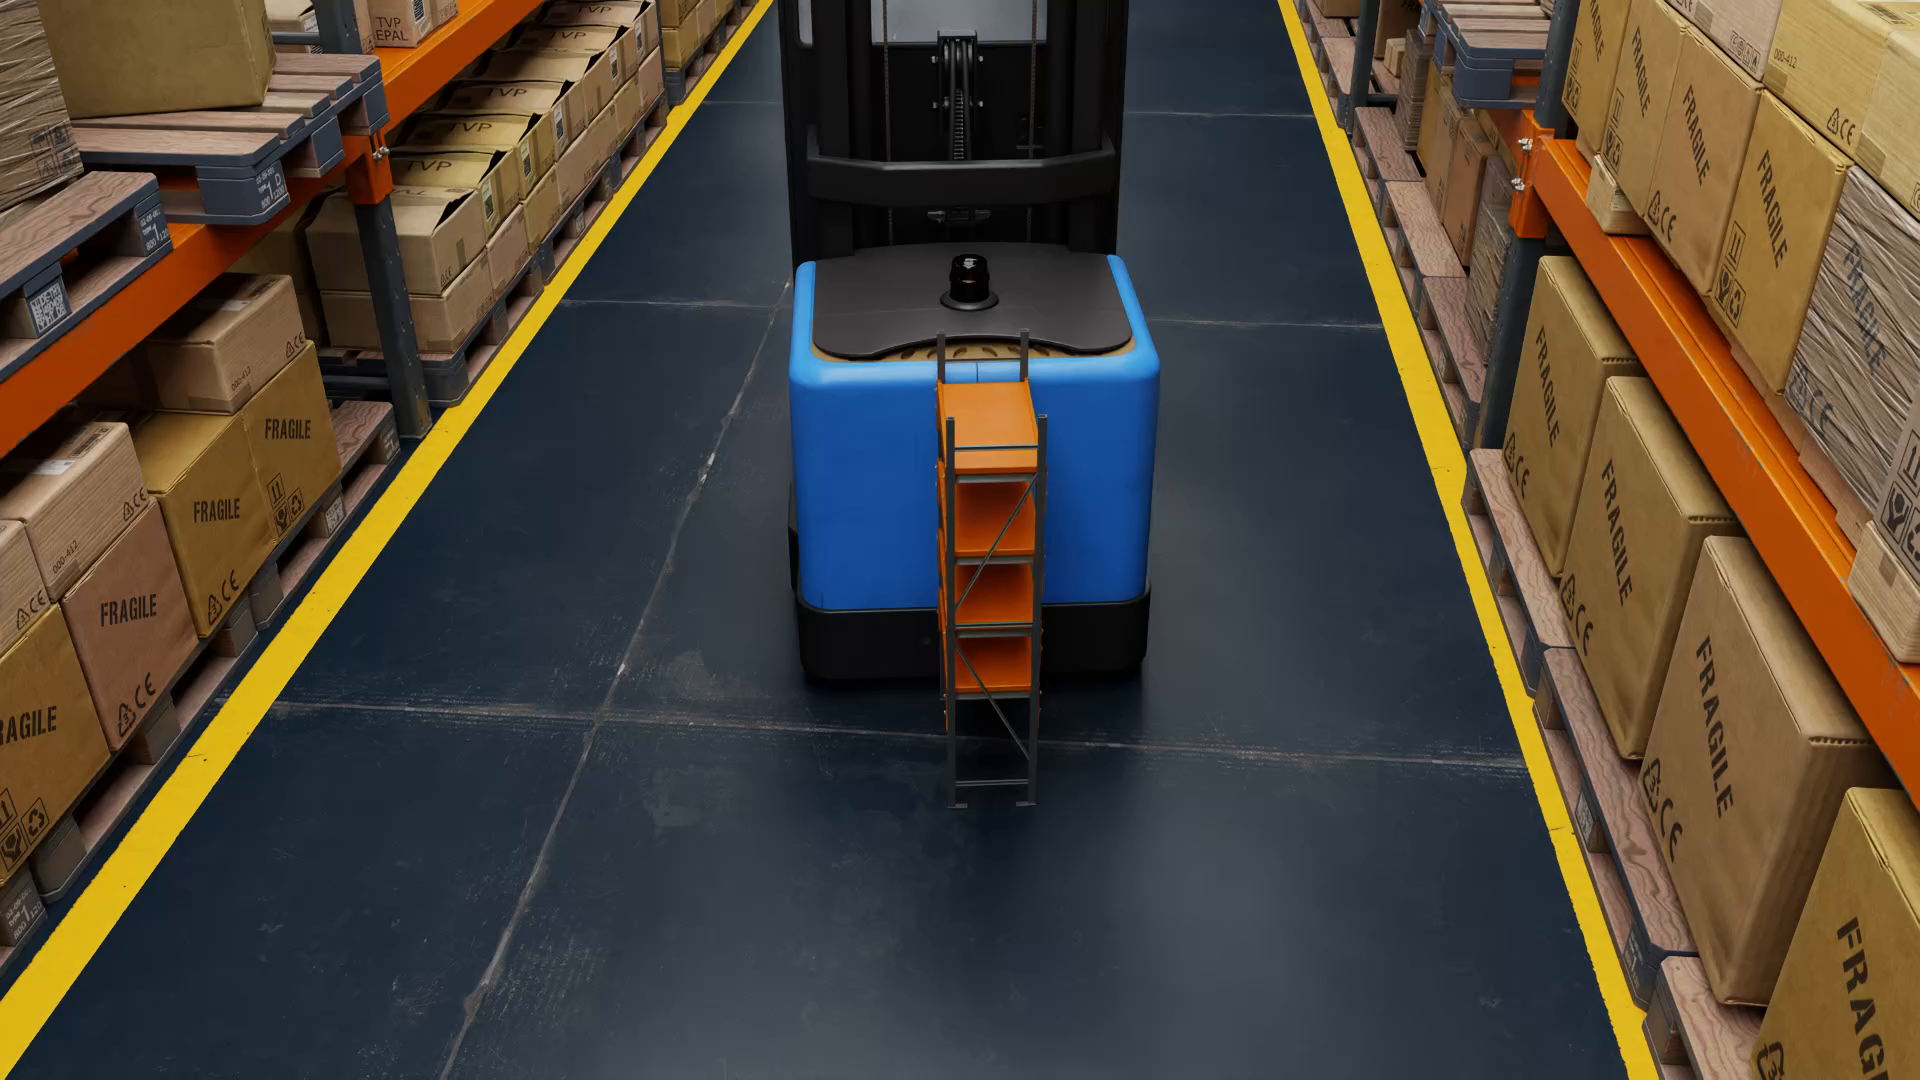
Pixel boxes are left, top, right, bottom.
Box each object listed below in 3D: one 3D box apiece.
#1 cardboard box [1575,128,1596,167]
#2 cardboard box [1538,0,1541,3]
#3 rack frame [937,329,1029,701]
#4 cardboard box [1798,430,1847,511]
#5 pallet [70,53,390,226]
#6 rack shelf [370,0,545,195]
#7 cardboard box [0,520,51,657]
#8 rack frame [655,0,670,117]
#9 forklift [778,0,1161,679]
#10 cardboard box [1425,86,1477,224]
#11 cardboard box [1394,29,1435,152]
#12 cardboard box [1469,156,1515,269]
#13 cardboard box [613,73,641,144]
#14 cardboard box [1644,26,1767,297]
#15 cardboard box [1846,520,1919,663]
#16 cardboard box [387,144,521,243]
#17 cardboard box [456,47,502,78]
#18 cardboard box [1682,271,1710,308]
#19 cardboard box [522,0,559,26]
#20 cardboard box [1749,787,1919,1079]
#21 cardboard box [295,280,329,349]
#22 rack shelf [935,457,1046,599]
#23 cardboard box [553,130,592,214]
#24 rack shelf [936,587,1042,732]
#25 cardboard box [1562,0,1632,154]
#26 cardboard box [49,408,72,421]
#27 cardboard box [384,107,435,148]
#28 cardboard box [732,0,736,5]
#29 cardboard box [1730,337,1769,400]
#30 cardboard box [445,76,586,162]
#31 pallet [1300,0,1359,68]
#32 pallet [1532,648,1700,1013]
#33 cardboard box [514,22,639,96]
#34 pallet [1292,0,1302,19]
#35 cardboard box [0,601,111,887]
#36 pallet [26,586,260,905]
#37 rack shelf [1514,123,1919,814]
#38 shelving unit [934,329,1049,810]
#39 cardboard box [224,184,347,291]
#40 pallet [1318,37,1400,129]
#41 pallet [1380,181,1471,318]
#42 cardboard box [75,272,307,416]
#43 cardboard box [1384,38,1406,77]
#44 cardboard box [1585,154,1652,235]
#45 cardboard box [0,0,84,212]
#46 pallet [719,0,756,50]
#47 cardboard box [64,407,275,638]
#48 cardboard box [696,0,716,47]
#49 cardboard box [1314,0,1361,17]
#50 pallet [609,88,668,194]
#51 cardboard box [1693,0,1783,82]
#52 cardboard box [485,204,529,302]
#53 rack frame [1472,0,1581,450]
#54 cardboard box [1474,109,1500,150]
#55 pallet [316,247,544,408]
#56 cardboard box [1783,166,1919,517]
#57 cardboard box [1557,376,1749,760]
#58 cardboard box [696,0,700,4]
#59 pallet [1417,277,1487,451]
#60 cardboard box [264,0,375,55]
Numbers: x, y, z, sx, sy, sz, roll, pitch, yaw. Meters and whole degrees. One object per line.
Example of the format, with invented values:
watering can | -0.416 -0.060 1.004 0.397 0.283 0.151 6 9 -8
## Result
cardboard box | 2.130 -1.236 5.117 0.380 0.149 0.250 2 32 3
cardboard box | 2.434 -2.266 6.054 0.700 0.500 0.500 0 32 -1
rack frame | 0.060 -0.036 4.664 0.240 1.200 0.015 -2 32 -3
cardboard box | 1.954 -0.158 3.368 0.380 0.149 0.250 2 32 3
pallet | -2.535 -1.268 5.131 1.213 0.211 1.003 2 32 4
rack shelf | -2.387 -2.446 7.546 1.077 0.370 4.000 2 32 4
cardboard box | -2.512 0.177 3.852 0.500 0.250 0.500 3 32 4
rack frame | -2.225 -3.798 9.054 1.000 3.000 0.127 2 32 4
forklift | -0.034 -1.577 5.516 1.130 2.935 3.031 -2 32 -3
cardboard box | 2.596 -1.789 7.757 0.700 0.500 0.500 3 32 5
cardboard box | 2.670 -2.326 8.629 0.700 0.500 0.500 3 32 6
cardboard box | 2.552 -1.263 6.904 0.700 0.500 0.500 2 32 4
cardboard box | -2.012 -2.313 8.864 0.500 0.250 0.500 2 32 3
cardboard box | 1.999 -0.899 3.951 0.500 0.500 0.500 2 32 4
cardboard box | 1.833 0.097 2.954 0.380 0.149 0.250 2 32 4
cardboard box | -2.180 -1.490 6.995 0.500 0.311 0.500 2 32 3
cardboard box | -2.593 -2.308 8.321 0.500 0.311 0.500 1 32 2
cardboard box | 2.084 -0.697 4.242 0.380 0.149 0.250 3 32 5
cardboard box | -2.506 -2.840 9.185 0.500 0.311 0.500 3 32 4
cardboard box | 1.985 0.986 2.940 0.750 0.750 0.750 3 32 5
cardboard box | -2.750 -1.000 6.735 0.500 0.250 0.500 3 32 5
rack shelf | 0.073 -0.041 4.375 0.258 0.148 0.480 -2 32 -3
cardboard box | -2.096 -1.779 7.999 0.500 0.250 0.500 3 32 5
rack shelf | 0.073 0.318 4.596 0.258 0.148 0.480 -2 32 -3
cardboard box | 2.093 -1.432 4.816 0.500 0.500 0.500 3 32 5
cardboard box | -2.955 -0.068 4.964 0.500 0.500 0.500 2 32 3
cardboard box | -2.673 -1.774 7.455 0.500 0.311 0.500 2 32 4
cardboard box | -1.758 -3.820 11.310 0.500 0.250 0.500 2 32 4
cardboard box | 2.016 -0.434 3.815 0.380 0.149 0.250 3 32 4
cardboard box | -2.095 -2.025 7.864 0.500 0.311 0.500 2 32 3
pallet | 2.829 -3.394 11.056 1.003 0.211 1.213 2 32 4
pallet | 2.146 0.735 4.356 1.003 0.211 1.213 2 32 4
cardboard box | -2.008 -2.549 8.713 0.500 0.311 0.500 3 32 5
pallet | 2.931 -4.030 12.088 1.003 0.211 1.213 2 32 4
cardboard box | -2.513 0.479 4.077 0.500 0.500 0.500 3 32 5
pallet | -2.751 0.505 4.729 1.003 0.211 1.213 2 32 4
rack shelf | 2.225 -0.145 3.812 1.077 0.370 4.000 2 32 4
shelving unit | 0.073 0.092 4.457 0.258 1.200 0.503 -2 32 -3
cardboard box | -2.753 -1.238 6.586 0.500 0.311 0.500 3 32 5
pallet | 2.732 -2.754 10.018 1.003 0.211 1.213 2 32 4
pallet | 2.554 -1.355 7.747 1.003 0.211 1.213 2 32 4
cardboard box | -2.393 -0.620 5.146 0.500 0.250 0.500 4 32 6
cardboard box | 2.727 -2.851 9.798 0.380 0.166 0.250 -2 32 -2
cardboard box | 1.995 -0.970 4.685 0.380 0.149 0.250 3 32 5
cardboard box | -2.754 -1.124 4.219 0.700 0.500 0.500 8 33 13
pallet | -2.021 -3.665 11.496 1.003 0.211 1.213 2 32 4
cardboard box | -2.435 -0.060 4.952 0.500 0.500 0.500 1 32 2
cardboard box | -1.839 -3.297 10.462 0.500 0.250 0.500 2 32 4
cardboard box | 2.737 -3.766 10.965 0.700 0.500 0.500 1 32 1
pallet | -2.246 -2.224 9.158 1.003 0.211 1.213 2 32 4
cardboard box | 2.014 -1.225 3.766 0.500 0.250 0.500 3 32 4
cardboard box | -2.175 -1.239 7.122 0.500 0.250 0.500 2 32 3
rack frame | 2.387 -1.497 5.320 1.000 3.000 0.127 2 32 4
cardboard box | 2.540 -1.883 7.194 0.500 0.250 0.500 2 32 4
pallet | -2.444 -0.948 7.088 1.003 0.211 1.213 2 32 4
cardboard box | 1.929 -0.365 3.085 0.500 0.500 0.500 3 32 4
cardboard box | 2.119 0.076 4.416 0.750 0.750 0.750 2 32 4
cardboard box | -1.842 -3.617 10.265 0.500 0.500 0.500 2 32 4
pallet | 2.452 -0.718 6.715 1.003 0.211 1.213 2 32 4
cardboard box | -2.477 -1.857 5.989 0.500 0.311 0.500 4 32 7
